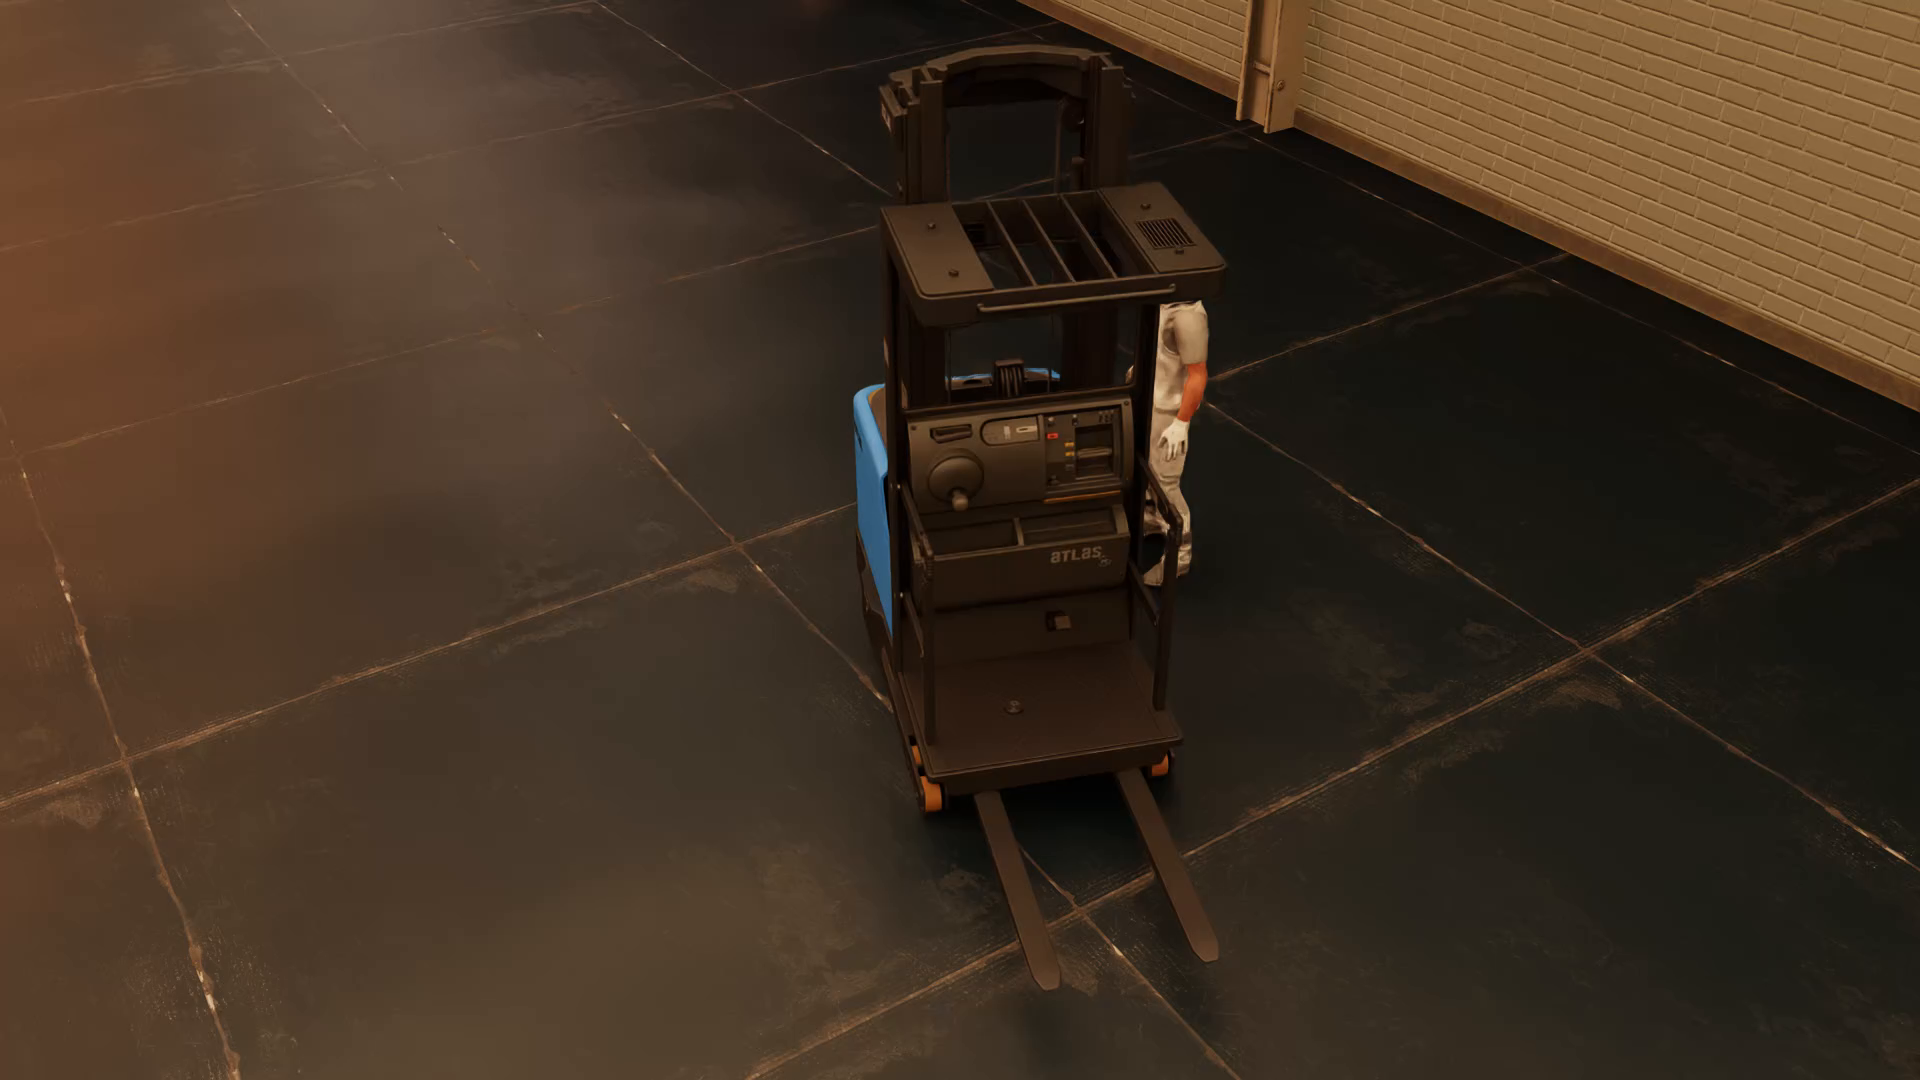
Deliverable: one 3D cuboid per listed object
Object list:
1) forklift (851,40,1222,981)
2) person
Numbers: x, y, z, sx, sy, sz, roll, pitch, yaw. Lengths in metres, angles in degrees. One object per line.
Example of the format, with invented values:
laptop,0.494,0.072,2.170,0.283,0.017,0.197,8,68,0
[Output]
forklift,0.289,-0.310,6.589,1.130,2.935,3.031,-7,36,-10
person,0.900,-0.658,8.130,0.473,1.751,0.855,-10,36,-14
